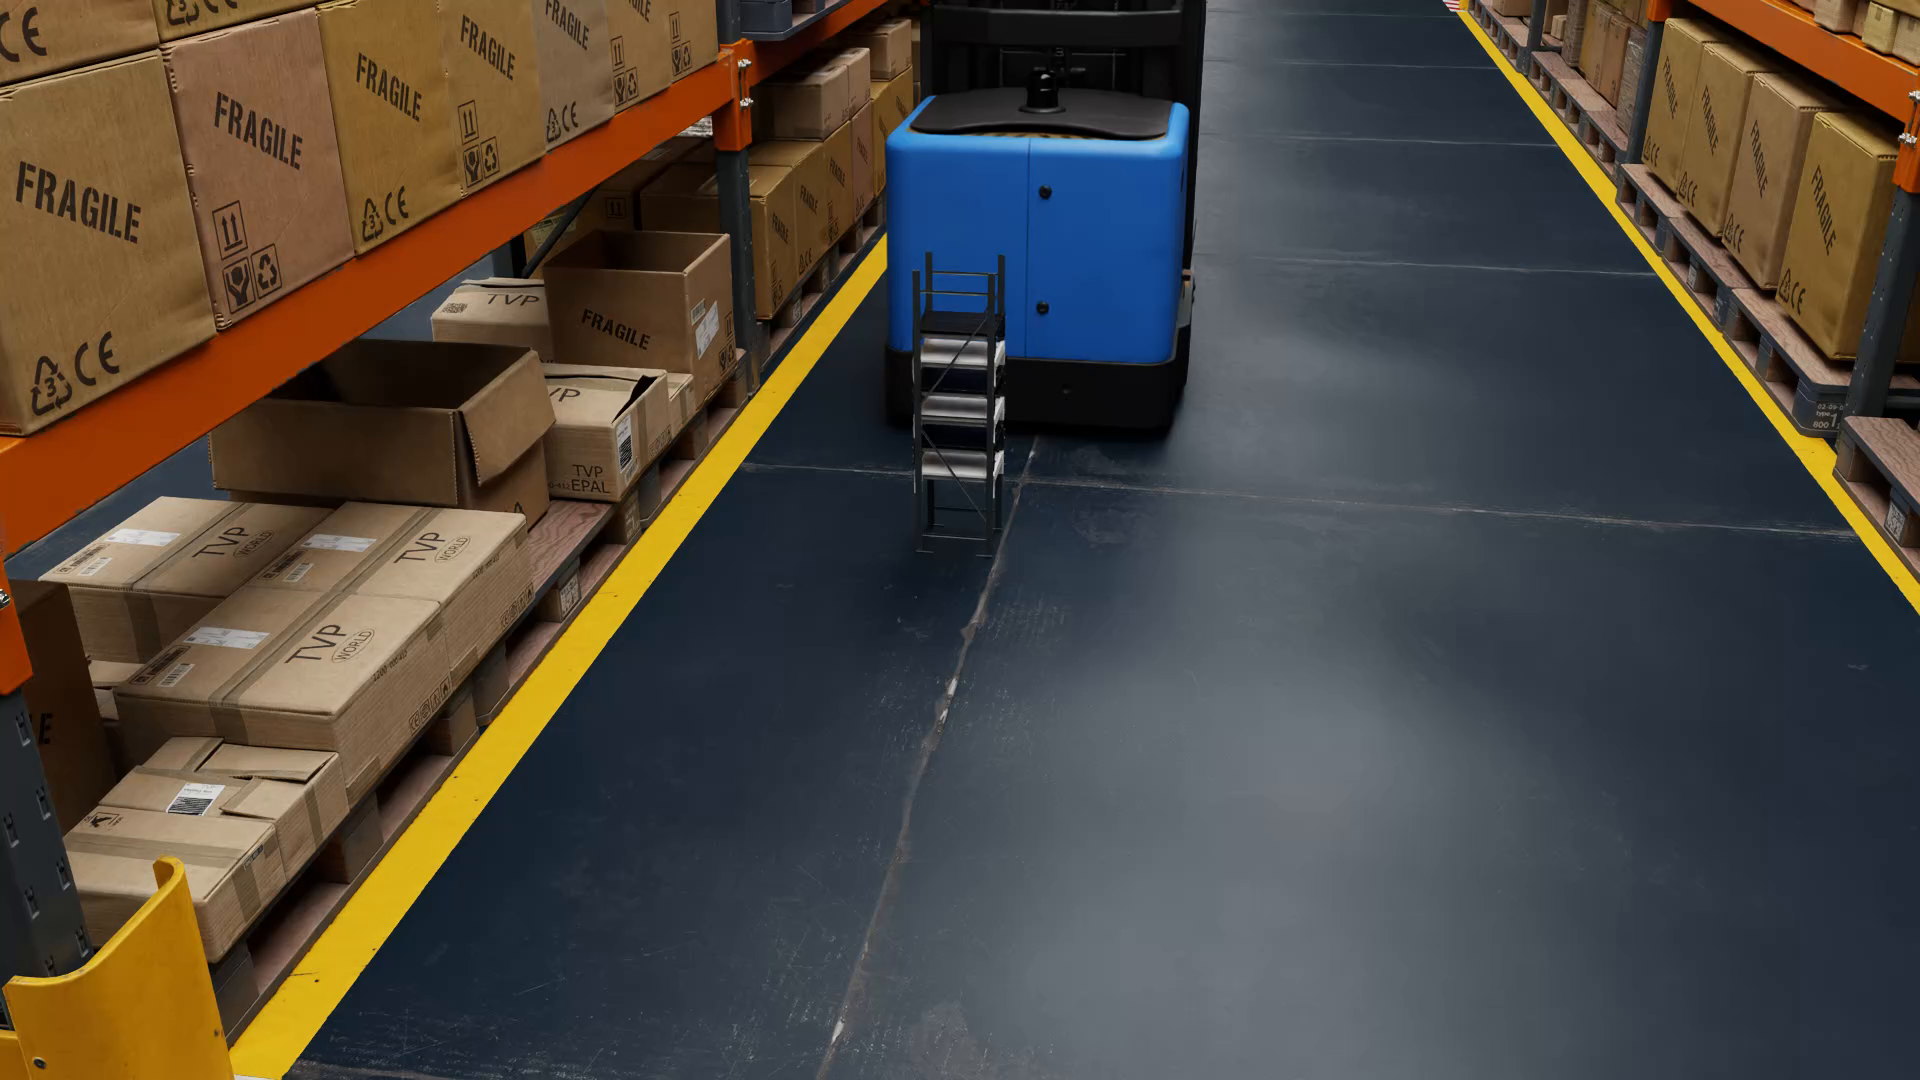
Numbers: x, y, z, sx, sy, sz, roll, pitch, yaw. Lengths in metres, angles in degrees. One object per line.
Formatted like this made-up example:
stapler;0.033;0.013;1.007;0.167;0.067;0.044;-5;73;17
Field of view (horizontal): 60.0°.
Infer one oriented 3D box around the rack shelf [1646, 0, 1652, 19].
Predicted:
rack shelf;4.583;-3.804;10.688;1.077;0.370;4.000;4;25;9

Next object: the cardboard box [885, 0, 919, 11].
cardboard box;-0.541;-3.709;11.721;0.500;0.311;0.500;5;25;10

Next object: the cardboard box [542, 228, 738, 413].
cardboard box;-1.098;-0.772;5.790;0.500;0.500;0.500;4;25;9

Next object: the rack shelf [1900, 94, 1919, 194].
rack shelf;3.276;-0.459;3.540;1.077;0.370;4.000;4;25;9

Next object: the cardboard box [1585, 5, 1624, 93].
cardboard box;4.648;-3.295;11.180;0.700;0.500;0.500;4;25;9

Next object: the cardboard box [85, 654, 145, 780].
cardboard box;-1.938;0.387;3.709;0.380;0.166;0.250;4;25;9

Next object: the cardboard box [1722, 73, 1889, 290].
cardboard box;3.723;-1.490;6.936;0.750;0.750;0.750;5;26;10

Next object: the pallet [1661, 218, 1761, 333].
pallet;3.852;-1.198;7.560;1.003;0.211;1.213;4;25;9

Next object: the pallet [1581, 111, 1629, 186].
pallet;4.386;-2.358;10.038;1.003;0.211;1.213;4;25;9

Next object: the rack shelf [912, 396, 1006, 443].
rack shelf;-0.001;-0.374;5.066;0.258;0.077;0.200;4;25;9

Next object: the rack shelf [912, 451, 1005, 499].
rack shelf;-0.001;-0.211;5.142;0.258;0.077;0.200;4;25;9

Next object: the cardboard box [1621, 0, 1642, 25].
cardboard box;4.557;-3.455;10.638;0.500;0.250;0.500;4;25;8

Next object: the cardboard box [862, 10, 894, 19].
cardboard box;-0.710;-3.288;10.823;0.500;0.311;0.500;4;25;8

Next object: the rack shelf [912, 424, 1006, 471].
rack shelf;-0.001;-0.292;5.104;0.258;0.077;0.200;4;25;9

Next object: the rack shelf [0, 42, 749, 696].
rack shelf;-1.612;-0.800;4.270;1.077;0.370;4.000;4;25;9

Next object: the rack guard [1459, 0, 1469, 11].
rack guard;5.552;-5.476;16.359;1.175;0.500;0.348;4;25;9

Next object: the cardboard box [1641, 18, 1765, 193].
cardboard box;4.007;-2.212;8.478;0.750;0.750;0.750;4;25;8

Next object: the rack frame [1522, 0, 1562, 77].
rack frame;4.910;-4.967;12.323;1.000;3.000;0.127;4;25;9

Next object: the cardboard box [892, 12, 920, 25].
cardboard box;-0.178;-3.253;10.749;0.500;0.311;0.500;3;25;7

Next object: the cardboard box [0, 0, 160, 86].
cardboard box;-1.606;-0.955;2.455;0.500;0.500;0.500;5;26;10

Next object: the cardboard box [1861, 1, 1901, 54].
cardboard box;3.397;-1.784;5.796;0.380;0.149;0.250;4;25;9

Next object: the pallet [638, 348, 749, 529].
pallet;-1.398;-0.412;5.882;1.003;0.211;1.213;4;25;9

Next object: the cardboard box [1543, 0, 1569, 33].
cardboard box;5.040;-4.471;13.693;0.500;0.500;0.500;2;25;5

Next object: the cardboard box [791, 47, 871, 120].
cardboard box;-0.721;-2.183;7.920;0.500;0.250;0.500;4;25;8

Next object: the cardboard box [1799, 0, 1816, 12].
cardboard box;3.630;-2.205;6.696;0.380;0.149;0.250;3;25;7

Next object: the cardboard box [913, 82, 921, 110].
cardboard box;-0.256;-2.779;10.397;0.500;0.250;0.500;4;25;8

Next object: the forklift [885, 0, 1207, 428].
forklift;0.466;-2.321;6.752;1.130;2.935;3.031;4;25;8

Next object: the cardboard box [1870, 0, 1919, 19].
cardboard box;3.430;-2.020;5.536;0.500;0.500;0.500;4;25;8

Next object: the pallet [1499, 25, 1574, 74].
pallet;4.985;-3.987;13.519;1.003;0.211;1.213;4;25;9

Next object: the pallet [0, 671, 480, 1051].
pallet;-1.797;0.608;3.702;1.003;0.211;1.213;4;25;9

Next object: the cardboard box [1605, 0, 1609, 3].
cardboard box;4.738;-3.880;11.546;0.500;0.250;0.500;3;25;7

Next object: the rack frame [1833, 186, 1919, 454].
rack frame;3.603;-1.621;5.174;1.000;3.000;0.127;4;25;9

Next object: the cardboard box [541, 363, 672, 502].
cardboard box;-1.221;-0.372;5.160;0.500;0.311;0.500;4;25;9

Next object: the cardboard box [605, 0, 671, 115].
cardboard box;-1.196;-1.565;4.938;0.500;0.500;0.500;5;25;10

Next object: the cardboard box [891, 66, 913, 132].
cardboard box;-0.552;-2.295;9.045;0.500;0.500;0.500;5;26;11

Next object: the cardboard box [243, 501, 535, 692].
cardboard box;-1.406;0.131;4.157;0.500;0.250;0.500;4;25;9

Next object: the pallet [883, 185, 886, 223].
pallet;-0.791;-2.063;9.408;1.003;0.211;1.213;4;25;9

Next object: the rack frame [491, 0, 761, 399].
rack frame;-1.285;-1.962;5.904;1.000;3.000;0.127;4;25;9

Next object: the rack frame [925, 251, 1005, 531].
rack frame;0.015;-0.447;5.143;0.240;0.900;0.006;4;25;9

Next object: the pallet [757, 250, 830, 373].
pallet;-1.189;-1.042;7.228;1.003;0.211;1.213;4;25;9

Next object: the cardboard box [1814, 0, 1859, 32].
cardboard box;3.469;-2.004;6.266;0.380;0.149;0.250;4;25;9

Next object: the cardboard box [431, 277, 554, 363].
cardboard box;-1.567;-0.783;6.038;0.500;0.311;0.500;4;25;9

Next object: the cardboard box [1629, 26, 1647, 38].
cardboard box;4.522;-2.873;10.279;0.700;0.500;0.500;4;25;8

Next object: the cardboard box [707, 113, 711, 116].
cardboard box;-1.235;-1.885;8.168;0.500;0.500;0.500;3;25;7

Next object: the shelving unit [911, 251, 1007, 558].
shelving unit;-0.001;-0.404;5.052;0.258;0.900;0.210;4;25;9

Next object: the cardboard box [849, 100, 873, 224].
cardboard box;-0.717;-1.859;8.113;0.500;0.500;0.500;3;25;7

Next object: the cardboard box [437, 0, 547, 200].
cardboard box;-1.359;-1.137;4.023;0.500;0.500;0.500;4;25;9

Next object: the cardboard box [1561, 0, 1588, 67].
cardboard box;4.806;-3.725;12.099;0.700;0.500;0.500;5;26;10

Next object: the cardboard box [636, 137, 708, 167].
cardboard box;-1.398;-1.462;7.265;0.500;0.500;0.500;4;25;9

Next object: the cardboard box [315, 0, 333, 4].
cardboard box;-1.441;-1.383;3.369;0.500;0.500;0.500;4;25;9

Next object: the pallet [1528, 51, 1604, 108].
pallet;4.784;-3.378;12.218;1.003;0.211;1.213;4;25;9

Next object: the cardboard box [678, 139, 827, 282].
cardboard box;-0.889;-1.439;7.215;0.500;0.500;0.500;4;25;9

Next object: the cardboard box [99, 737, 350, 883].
cardboard box;-1.490;0.539;3.384;0.380;0.166;0.250;4;25;9

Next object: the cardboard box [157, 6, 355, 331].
cardboard box;-1.527;-0.718;3.128;0.500;0.500;0.500;4;25;8
